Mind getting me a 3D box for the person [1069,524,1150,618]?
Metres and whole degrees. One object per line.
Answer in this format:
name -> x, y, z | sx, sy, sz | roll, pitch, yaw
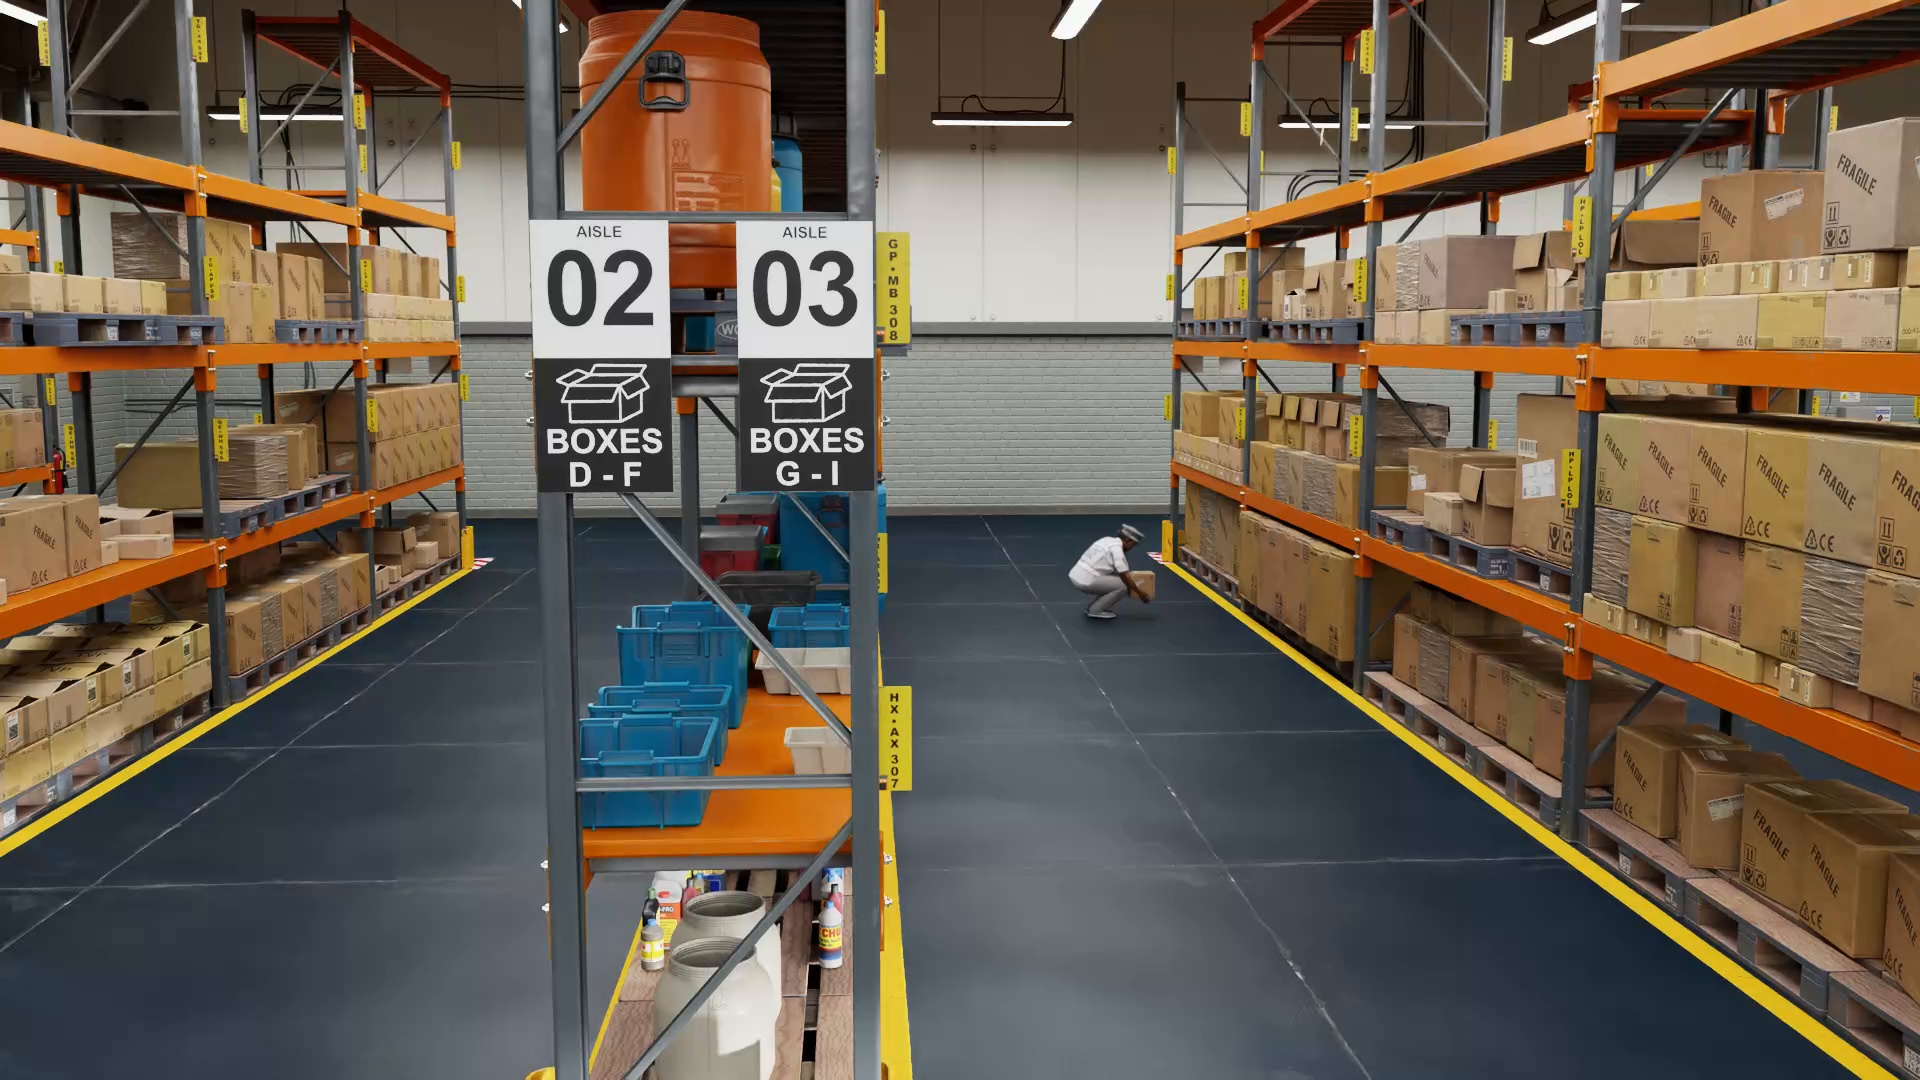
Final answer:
person -> 1.534, 0.321, 17.106 | 0.823, 0.957, 0.509 | -1, 7, -4
